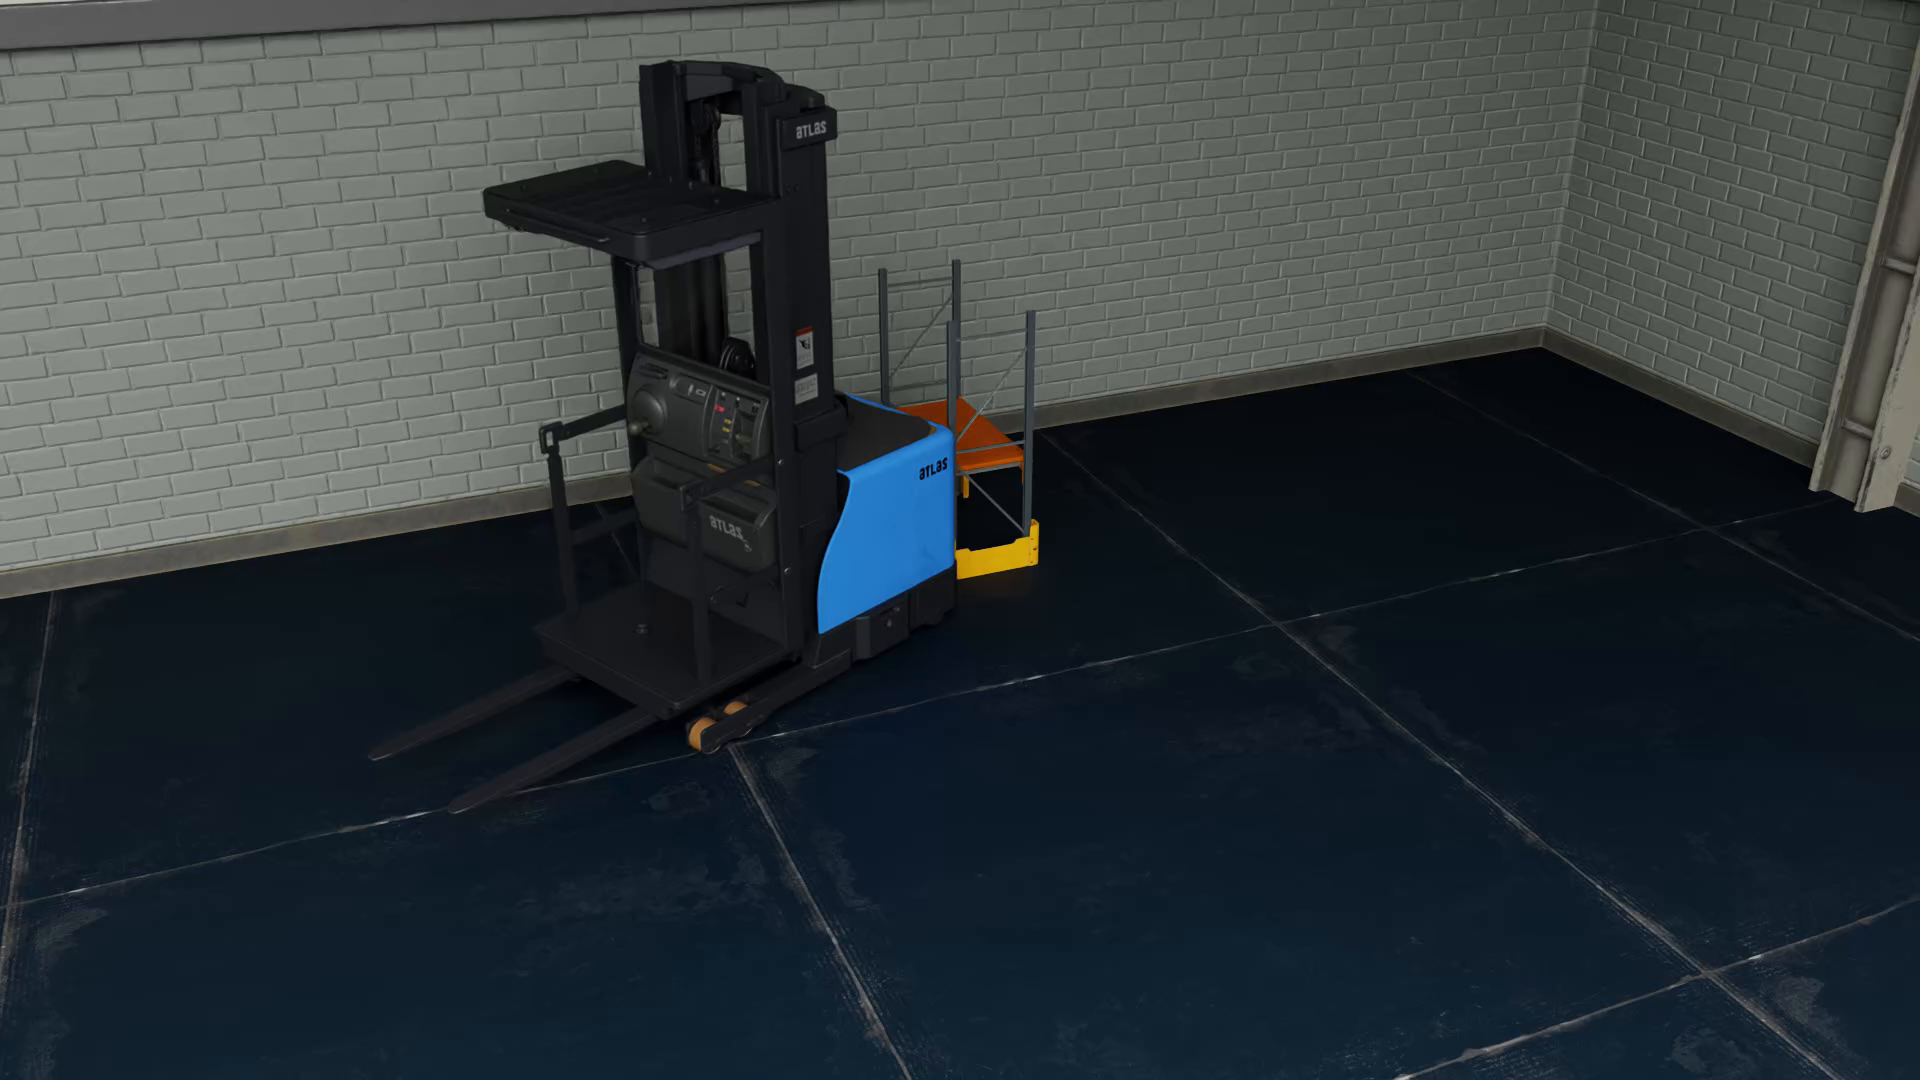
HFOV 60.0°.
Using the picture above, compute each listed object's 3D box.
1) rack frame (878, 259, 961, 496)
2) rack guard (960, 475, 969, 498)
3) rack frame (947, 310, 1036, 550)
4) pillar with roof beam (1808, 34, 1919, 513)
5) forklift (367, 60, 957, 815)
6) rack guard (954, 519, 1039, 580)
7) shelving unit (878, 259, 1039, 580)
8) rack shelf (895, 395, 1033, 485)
[{"bbox_3d":[-0.232,-0.914,9.912,0.500,1.500,0.032,-11,28,-21],"label":"rack frame"},{"bbox_3d":[-0.225,-0.344,10.170,0.587,0.250,0.087,-11,28,-21],"label":"rack guard"},{"bbox_3d":[0.166,-0.503,9.071,0.500,1.500,0.032,-11,28,-21],"label":"rack frame"},{"bbox_3d":[1.565,-3.575,6.815,9.100,9.000,0.400,-11,28,-21],"label":"pillar with roof beam"},{"bbox_3d":[-1.362,-0.574,7.586,1.130,2.935,3.031,21,33,36],"label":"forklift"},{"bbox_3d":[0.165,0.058,9.346,0.587,0.250,0.087,-11,28,-21],"label":"rack guard"},{"bbox_3d":[-0.030,-0.705,9.484,0.587,1.500,1.083,-11,28,-21],"label":"shelving unit"},{"bbox_3d":[-0.033,-0.547,9.570,0.538,0.185,1.000,-11,28,-21],"label":"rack shelf"}]
